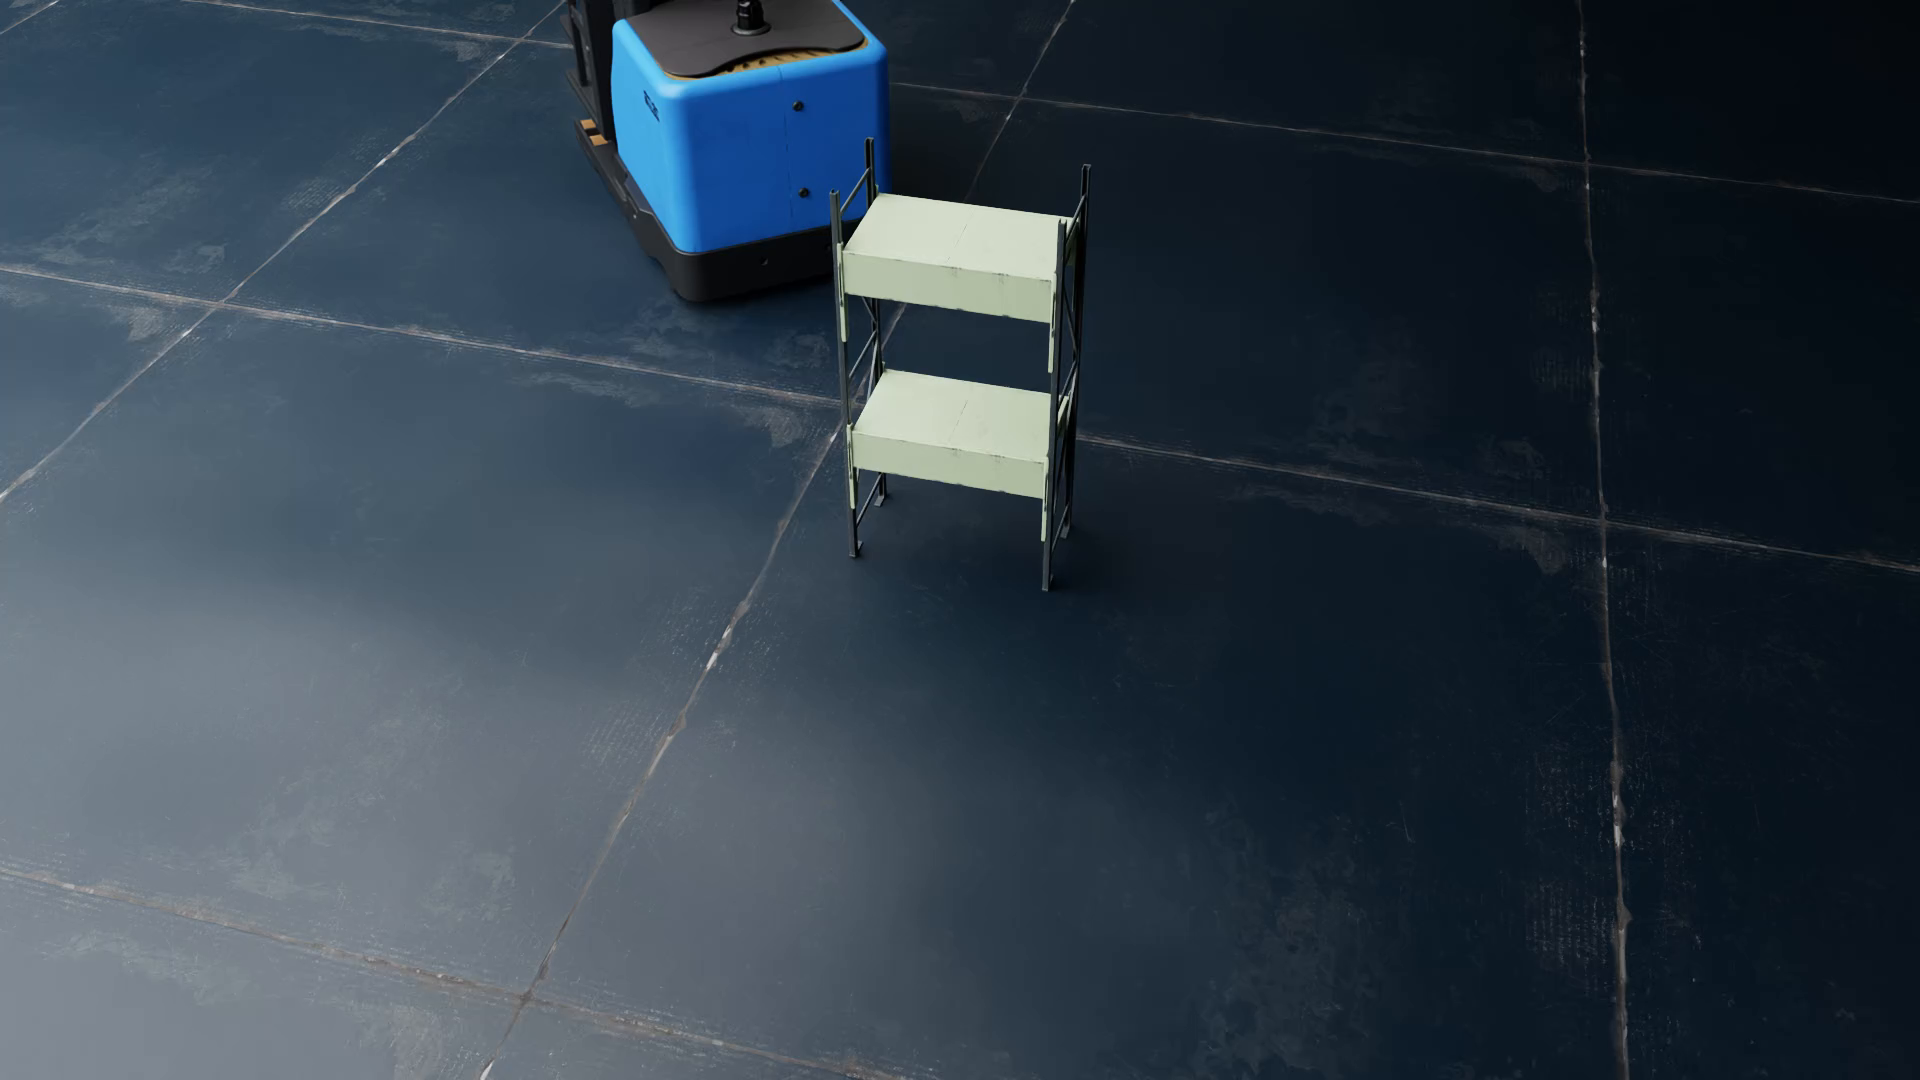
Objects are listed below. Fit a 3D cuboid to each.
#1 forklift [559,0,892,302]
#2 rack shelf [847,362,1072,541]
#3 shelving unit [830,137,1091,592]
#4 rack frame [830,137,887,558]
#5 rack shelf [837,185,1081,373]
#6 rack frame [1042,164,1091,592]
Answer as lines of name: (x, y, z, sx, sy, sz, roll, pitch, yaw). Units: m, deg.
forklift: (-1.352, -3.133, 7.701, 1.130, 2.935, 3.031, -16, 43, -18)
rack shelf: (0.006, -0.324, 5.976, 0.720, 0.370, 0.431, 10, 41, 11)
shelving unit: (0.006, -0.573, 5.766, 0.755, 1.500, 0.431, 10, 41, 11)
rack frame: (-0.347, -0.634, 5.839, 0.023, 1.500, 0.400, 10, 41, 11)
rack shelf: (0.006, -0.872, 5.515, 0.720, 0.370, 0.431, 10, 41, 11)
rack frame: (0.360, -0.512, 5.694, 0.023, 1.500, 0.400, 10, 41, 11)
